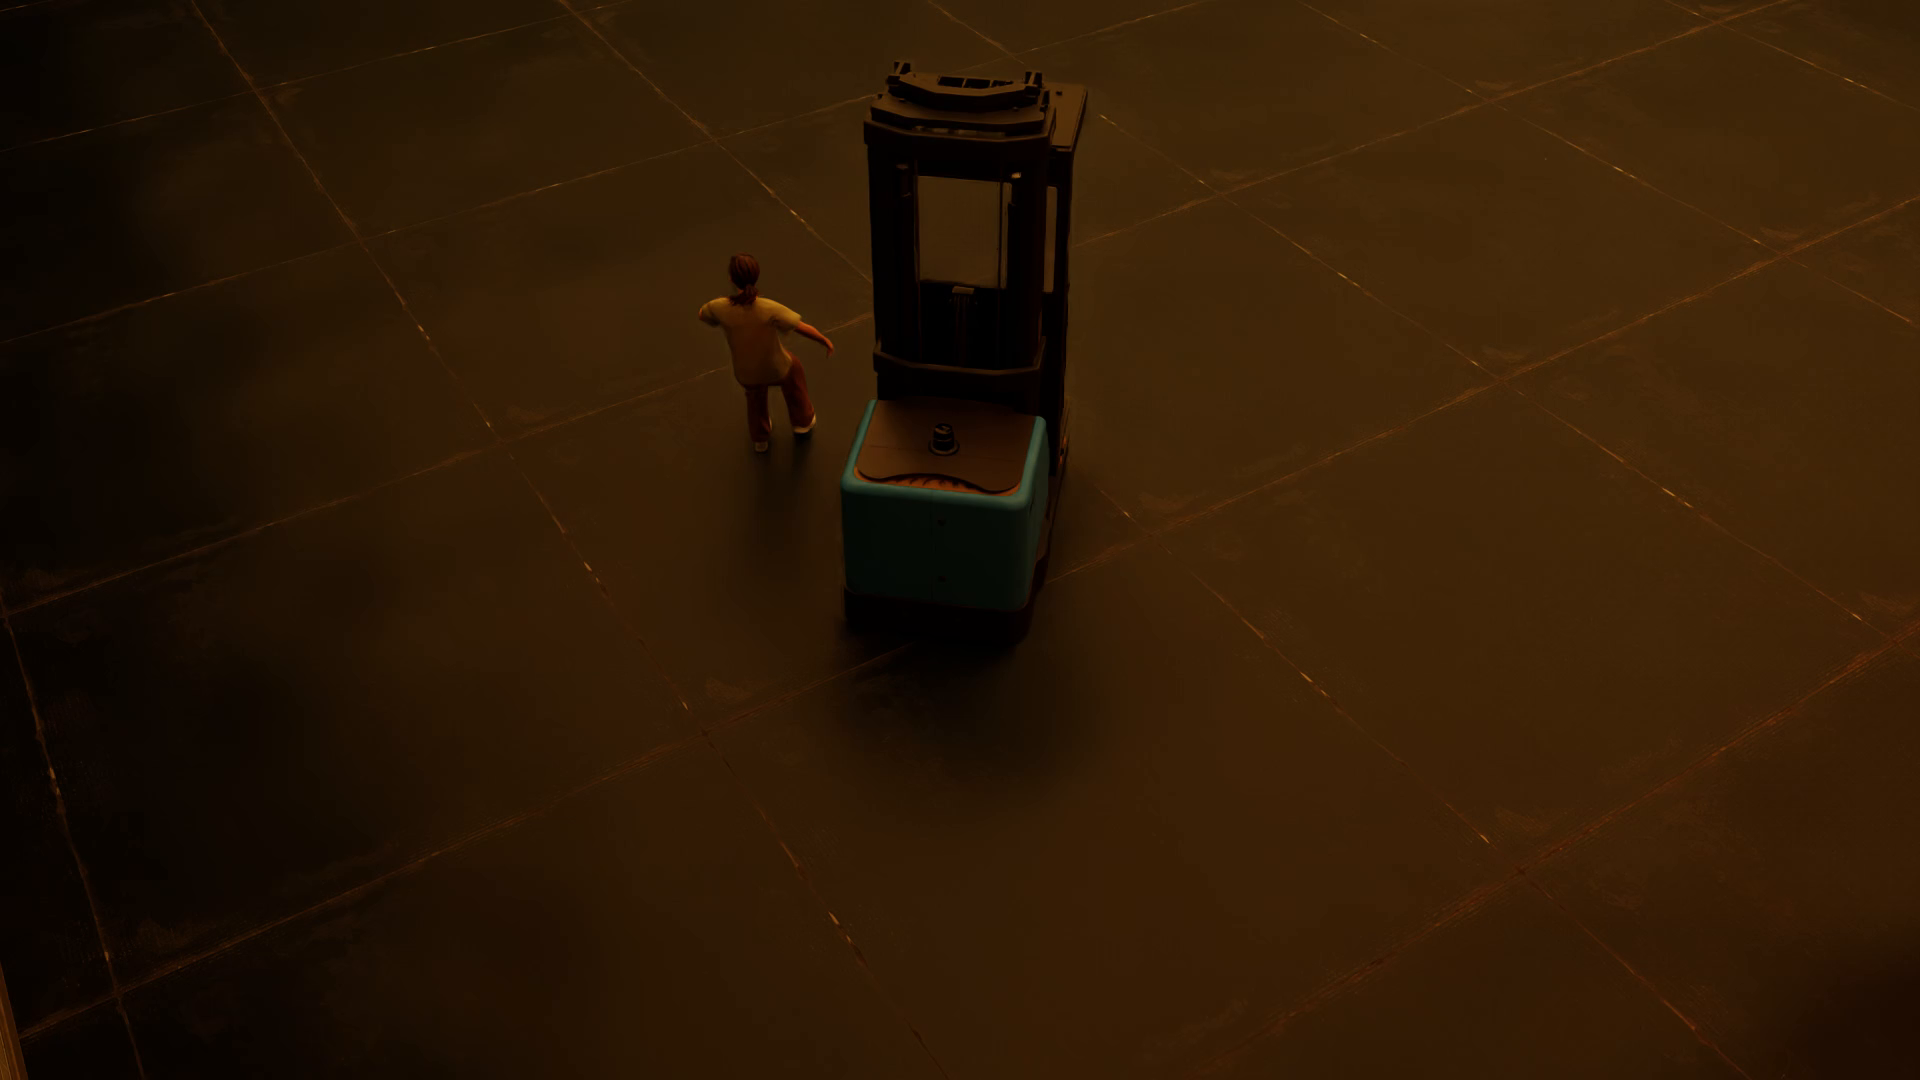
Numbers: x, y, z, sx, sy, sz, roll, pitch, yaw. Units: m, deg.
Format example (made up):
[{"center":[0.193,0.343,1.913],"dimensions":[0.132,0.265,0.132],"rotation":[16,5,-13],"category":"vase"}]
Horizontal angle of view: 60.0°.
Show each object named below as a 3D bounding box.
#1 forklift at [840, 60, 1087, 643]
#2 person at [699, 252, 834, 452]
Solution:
[{"center":[0.095,-1.501,9.589],"dimensions":[1.130,2.935,3.031],"rotation":[6,42,7],"category":"forklift"},{"center":[-1.184,-1.173,10.329],"dimensions":[0.810,1.570,0.702],"rotation":[-1,41,-1],"category":"person"}]
